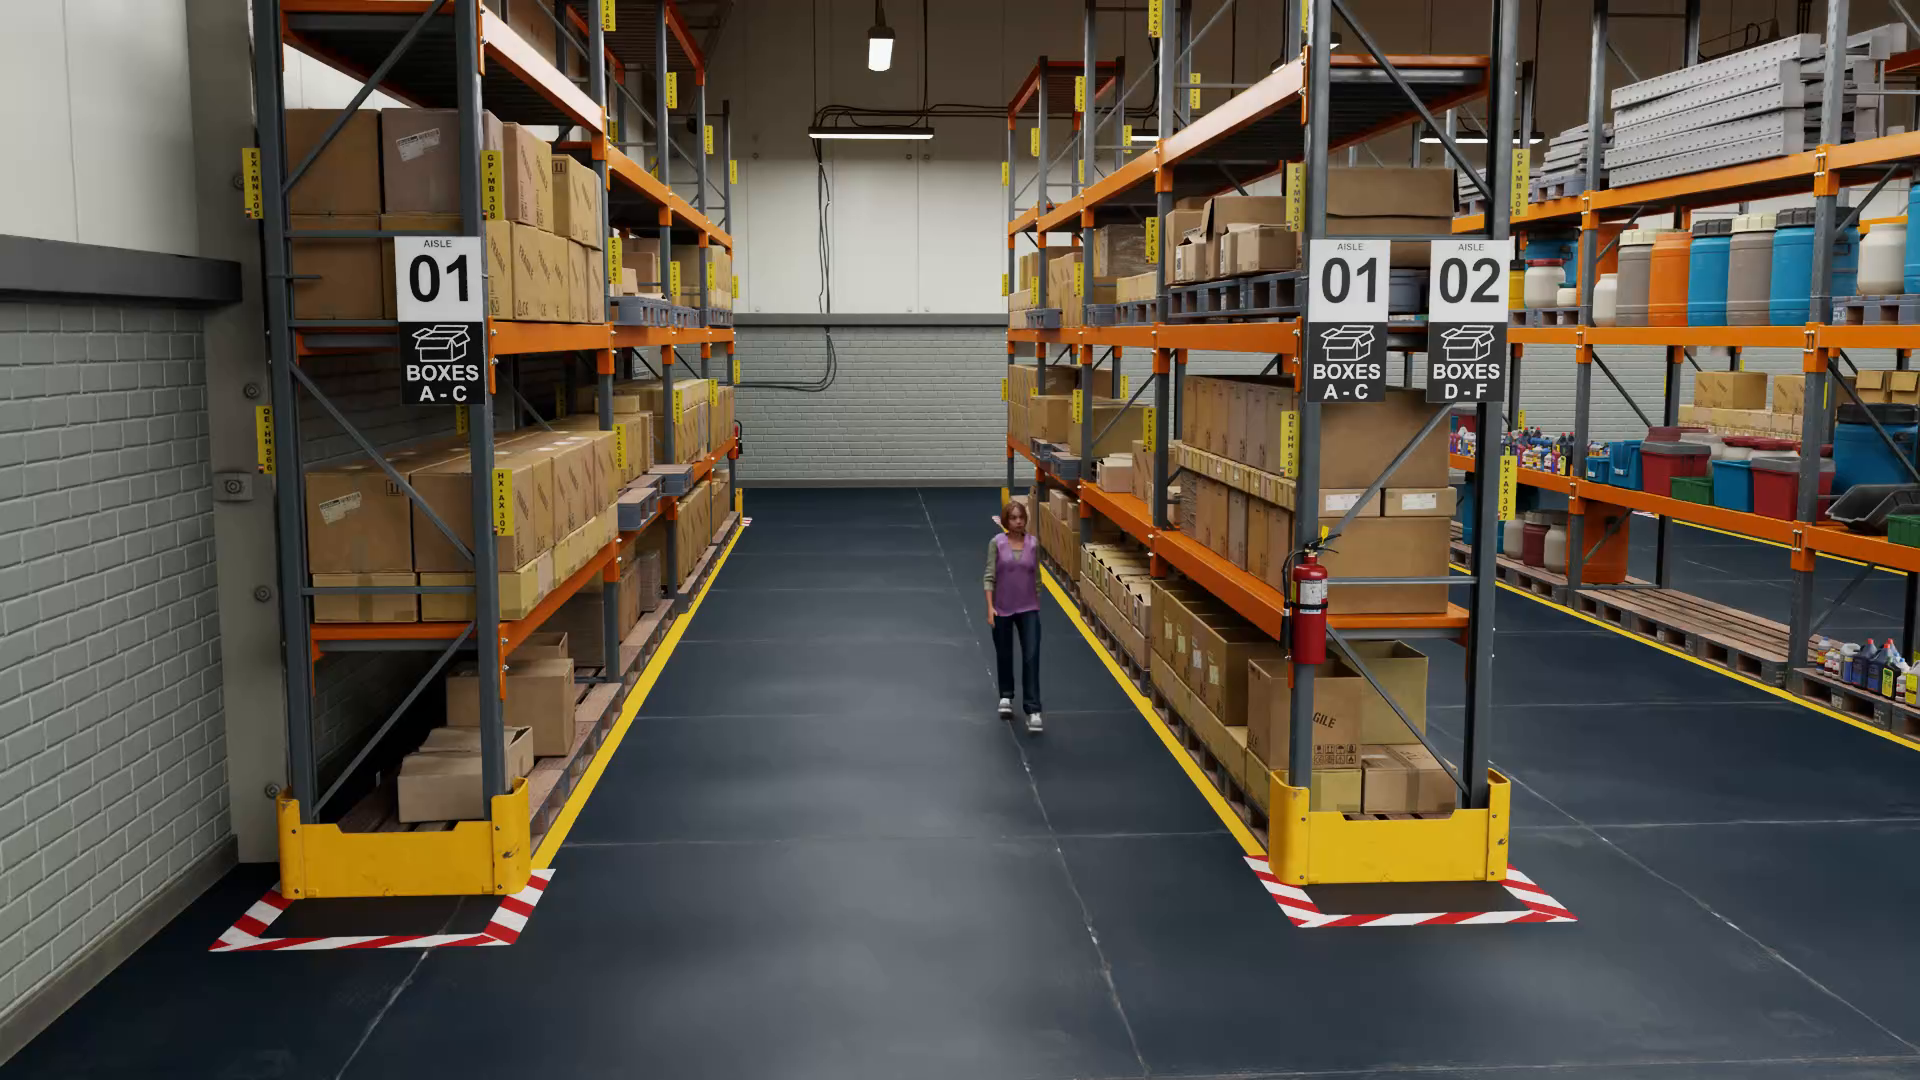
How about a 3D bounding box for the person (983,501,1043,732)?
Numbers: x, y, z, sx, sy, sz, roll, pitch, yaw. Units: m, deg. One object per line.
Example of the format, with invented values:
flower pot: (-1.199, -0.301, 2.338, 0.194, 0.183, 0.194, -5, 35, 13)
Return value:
person: (0.378, 0.506, 11.623, 0.428, 1.547, 0.908, 0, 7, -3)
